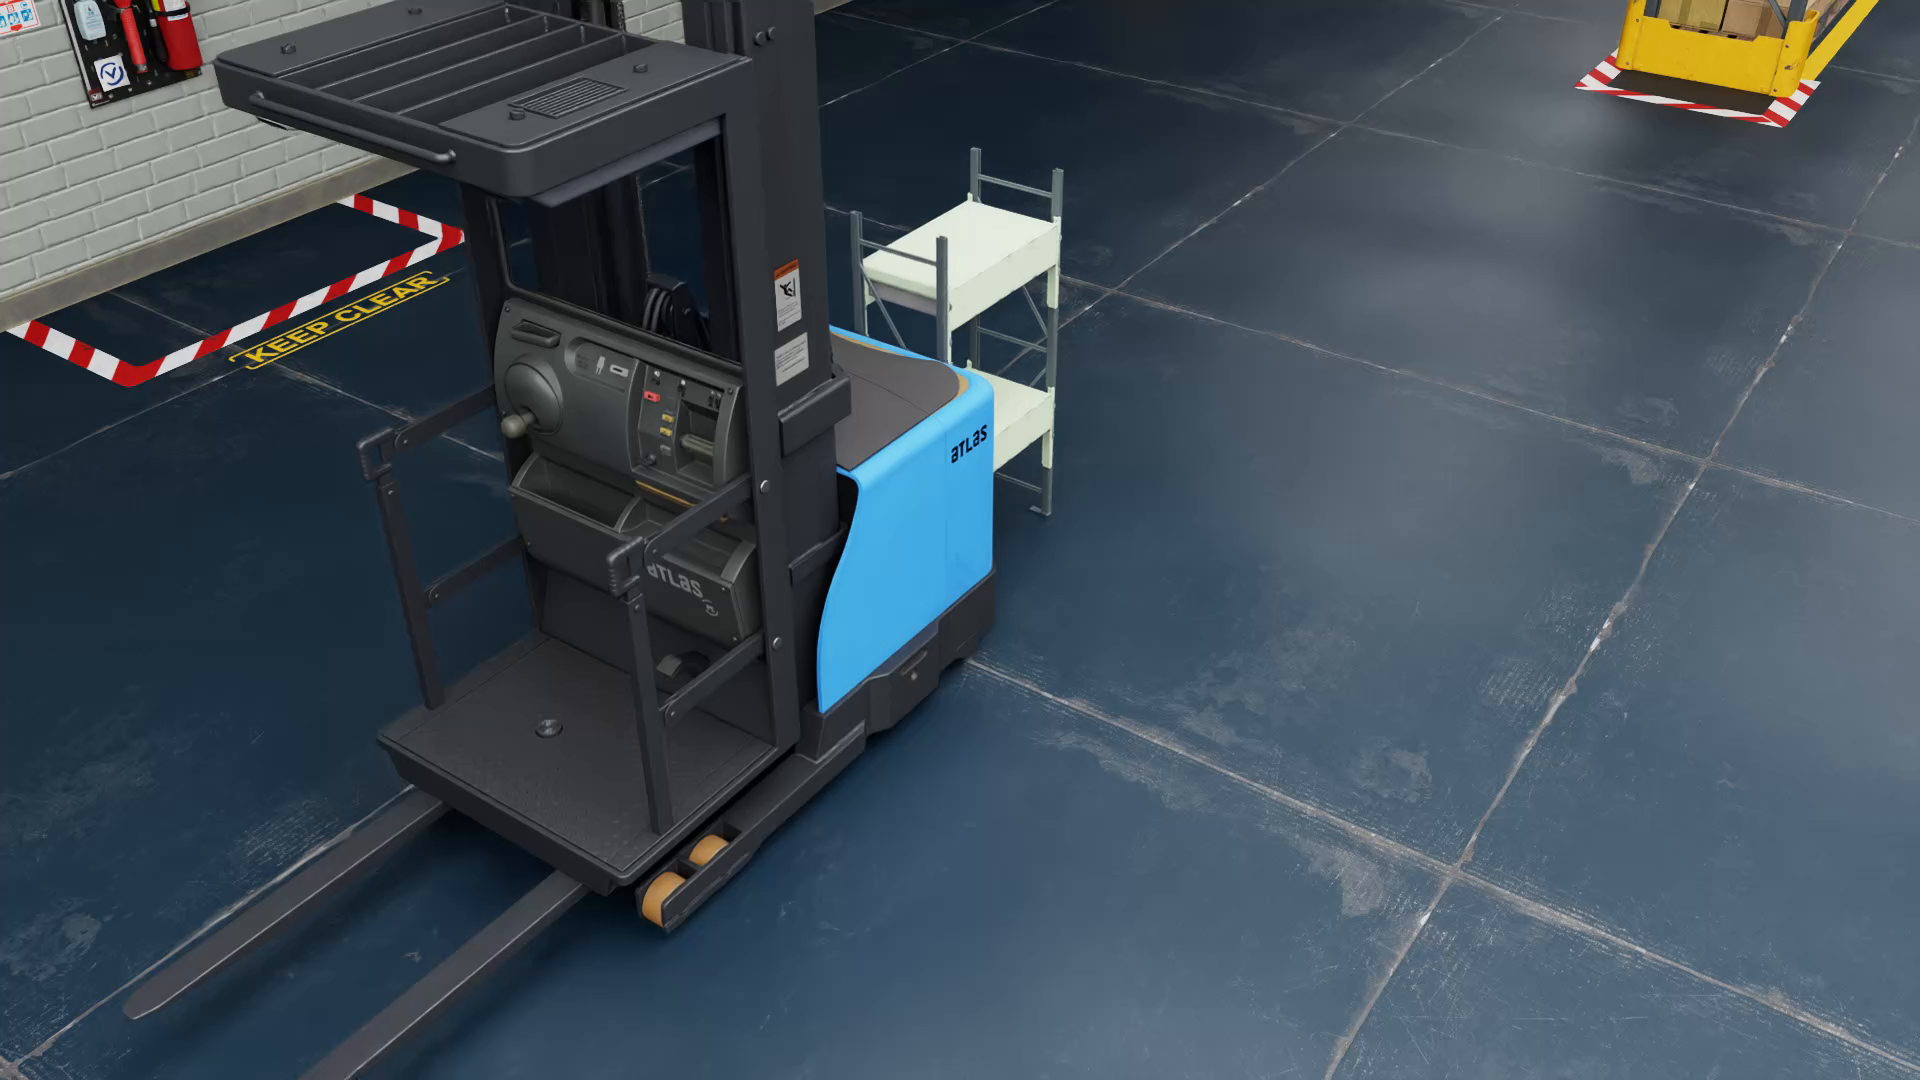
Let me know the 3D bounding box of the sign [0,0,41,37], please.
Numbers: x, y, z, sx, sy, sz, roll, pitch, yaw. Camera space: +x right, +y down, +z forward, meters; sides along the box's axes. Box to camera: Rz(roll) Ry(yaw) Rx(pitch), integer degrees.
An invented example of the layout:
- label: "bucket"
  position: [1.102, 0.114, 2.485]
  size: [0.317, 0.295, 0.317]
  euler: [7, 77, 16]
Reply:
- label: "sign"
  position: [-4.479, -2.551, 7.813]
  size: [0.001, 0.329, 0.234]
  euler: [21, 39, 28]

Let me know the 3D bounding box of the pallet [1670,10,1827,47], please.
- label: "pallet"
  position: [5.568, -3.675, 11.996]
  size: [1.003, 0.211, 1.213]
  euler: [21, 39, 28]

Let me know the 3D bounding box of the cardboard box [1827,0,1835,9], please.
- label: "cardboard box"
  position: [6.222, -4.137, 12.269]
  size: [0.500, 0.250, 0.500]
  euler: [21, 39, 28]

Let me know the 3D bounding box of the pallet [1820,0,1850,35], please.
- label: "pallet"
  position: [6.264, -4.234, 12.823]
  size: [1.003, 0.211, 1.213]
  euler: [21, 39, 28]

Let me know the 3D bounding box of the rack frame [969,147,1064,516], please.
- label: "rack frame"
  position: [0.208, -0.788, 6.577]
  size: [0.400, 1.500, 0.023]
  euler: [21, 40, 28]

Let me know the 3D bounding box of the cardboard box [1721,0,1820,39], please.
- label: "cardboard box"
  position: [5.655, -3.676, 11.587]
  size: [0.500, 0.250, 0.500]
  euler: [21, 39, 28]

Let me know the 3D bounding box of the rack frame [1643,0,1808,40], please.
- label: "rack frame"
  position: [5.166, -4.465, 10.675]
  size: [1.000, 3.000, 0.127]
  euler: [21, 39, 28]

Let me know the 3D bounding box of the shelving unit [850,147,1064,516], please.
- label: "shelving unit"
  position: [-0.001, -0.620, 6.328]
  size: [0.431, 1.500, 0.755]
  euler: [21, 40, 28]

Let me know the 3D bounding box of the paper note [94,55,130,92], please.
- label: "paper note"
  position: [-4.236, -2.333, 8.309]
  size: [0.016, 0.148, 0.142]
  euler: [21, 39, 28]

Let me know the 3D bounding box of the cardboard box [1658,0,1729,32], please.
- label: "cardboard box"
  position: [5.229, -3.841, 11.832]
  size: [0.500, 0.250, 0.500]
  euler: [21, 39, 28]

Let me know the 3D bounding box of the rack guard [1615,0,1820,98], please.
- label: "rack guard"
  position: [5.152, -3.418, 11.359]
  size: [1.175, 0.500, 0.348]
  euler: [21, 39, 28]

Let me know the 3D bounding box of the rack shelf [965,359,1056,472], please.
- label: "rack shelf"
  position: [-0.001, -0.350, 6.511]
  size: [0.431, 0.370, 0.720]
  euler: [21, 40, 28]

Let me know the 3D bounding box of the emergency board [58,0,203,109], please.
- label: "emergency board"
  position: [-4.079, -2.758, 8.150]
  size: [0.194, 1.169, 0.643]
  euler: [21, 39, 28]

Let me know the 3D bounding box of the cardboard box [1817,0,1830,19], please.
- label: "cardboard box"
  position: [5.937, -3.907, 11.929]
  size: [0.500, 0.250, 0.500]
  euler: [21, 39, 28]

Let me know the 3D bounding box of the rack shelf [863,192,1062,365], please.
- label: "rack shelf"
  position: [-0.001, -0.943, 6.110]
  size: [0.431, 0.370, 0.720]
  euler: [21, 40, 28]

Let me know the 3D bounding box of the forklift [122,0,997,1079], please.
- label: "forklift"
  position: [-1.122, -0.351, 4.653]
  size: [1.130, 2.935, 3.031]
  euler: [21, 40, 28]

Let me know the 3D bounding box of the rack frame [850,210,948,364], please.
- label: "rack frame"
  position: [-0.211, -0.452, 6.080]
  size: [0.400, 1.500, 0.023]
  euler: [21, 40, 28]
